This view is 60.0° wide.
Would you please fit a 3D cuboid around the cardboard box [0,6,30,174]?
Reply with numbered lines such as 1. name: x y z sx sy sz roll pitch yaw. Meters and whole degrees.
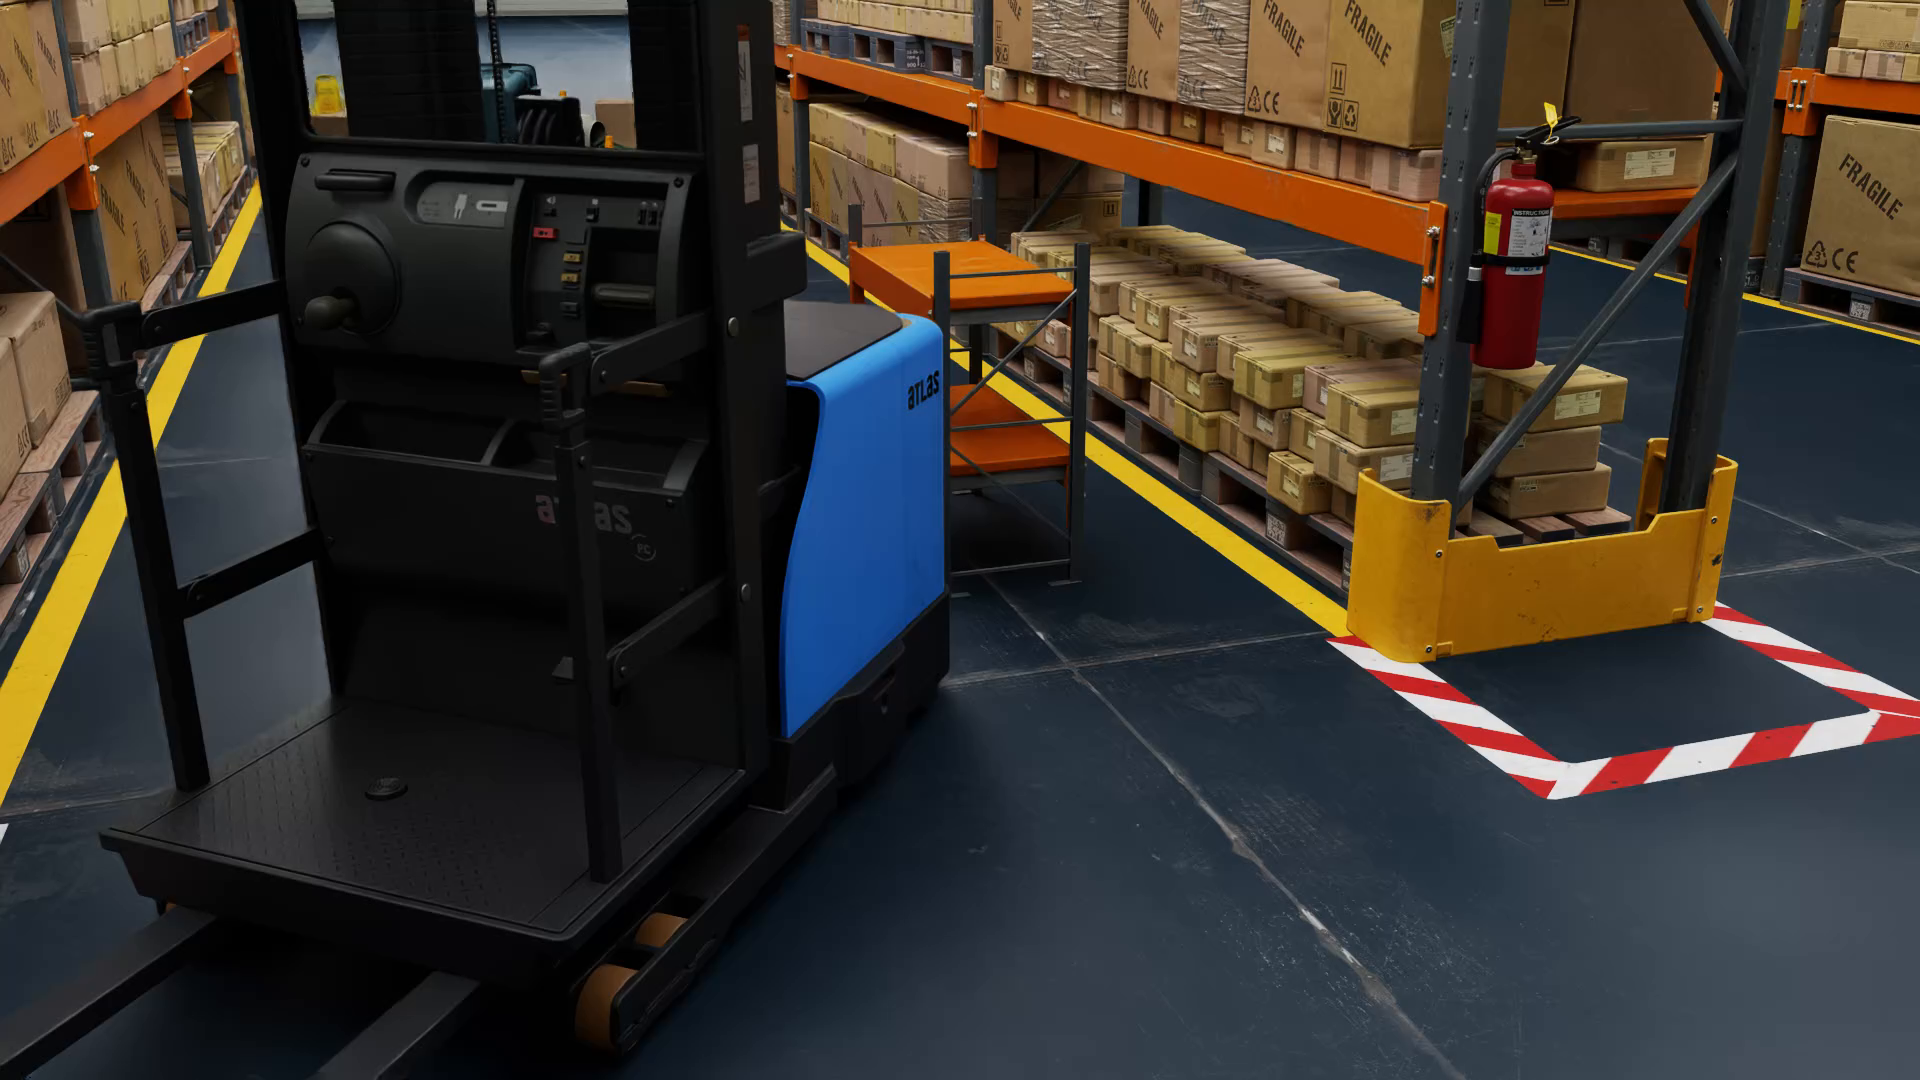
1. cardboard box: -3.384 -1.461 5.398 0.500 0.500 0.500 -7 21 -18

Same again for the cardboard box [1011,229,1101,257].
1. cardboard box: 0.467 -1.421 8.152 0.380 0.149 0.250 -6 20 -15

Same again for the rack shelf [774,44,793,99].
1. rack shelf: -1.330 -4.005 13.693 1.077 0.370 4.000 -6 21 -17

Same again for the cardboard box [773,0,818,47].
1. cardboard box: -1.098 -3.865 12.090 0.500 0.500 0.500 -6 21 -17

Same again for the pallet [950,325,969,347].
1. pallet: 0.310 -1.355 9.377 1.003 0.211 1.213 -6 21 -17

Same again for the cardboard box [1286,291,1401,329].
1. cardboard box: 1.538 -0.895 6.686 0.380 0.149 0.250 -6 21 -16

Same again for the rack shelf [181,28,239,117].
1. rack shelf: -5.997 -3.446 12.138 1.077 0.370 4.000 -6 21 -17

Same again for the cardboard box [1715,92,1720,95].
1. cardboard box: 4.794 -2.600 11.240 1.225 0.875 0.875 -7 21 -19

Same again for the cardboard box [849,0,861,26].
1. cardboard box: -0.497 -3.357 10.575 0.380 0.149 0.250 -5 20 -15

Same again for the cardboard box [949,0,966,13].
1. cardboard box: 0.159 -2.828 8.664 0.380 0.149 0.250 -6 21 -17

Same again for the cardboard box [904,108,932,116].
1. cardboard box: -0.068 -2.723 11.028 0.500 0.250 0.500 -6 21 -16

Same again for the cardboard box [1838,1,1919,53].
1. cardboard box: 5.195 -2.803 9.065 0.500 0.250 0.500 -7 21 -18

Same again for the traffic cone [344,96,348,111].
1. traffic cone: -6.523 -4.516 17.804 0.336 0.463 0.334 -6 21 -17

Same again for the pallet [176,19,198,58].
1. pallet: -5.694 -3.270 10.867 1.213 0.211 1.003 -6 21 -17

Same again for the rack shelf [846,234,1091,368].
1. rack shelf: 0.002 -0.803 5.621 0.538 0.278 1.000 -6 21 -17

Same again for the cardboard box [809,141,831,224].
1. cardboard box: -0.721 -2.469 11.428 0.500 0.500 0.500 -7 21 -20

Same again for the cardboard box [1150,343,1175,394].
1. cardboard box: 0.973 -0.685 6.542 0.380 0.149 0.250 -5 20 -14

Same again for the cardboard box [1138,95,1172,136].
1. cardboard box: 0.923 -1.675 6.515 0.380 0.149 0.250 -6 21 -15

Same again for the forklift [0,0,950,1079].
1. forklift: -1.027 -0.556 3.129 1.130 2.935 3.031 7 21 20

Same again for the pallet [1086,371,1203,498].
1. pallet: 1.188 -0.502 7.001 1.003 0.211 1.213 -6 21 -17

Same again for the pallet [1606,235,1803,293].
1. pallet: 4.982 -1.840 10.726 1.003 0.211 1.213 -6 21 -17

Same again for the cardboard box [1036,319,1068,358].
1. cardboard box: 0.576 -0.963 7.757 0.380 0.149 0.250 -6 21 -17

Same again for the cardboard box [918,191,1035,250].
1. cardboard box: 0.084 -1.650 9.149 0.500 0.500 0.500 -7 21 -18

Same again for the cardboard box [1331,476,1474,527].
1. cardboard box: 1.450 -0.137 5.456 0.380 0.149 0.250 -6 21 -16

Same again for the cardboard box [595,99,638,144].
1. cardboard box: -3.421 -4.199 16.864 0.500 0.500 0.500 -3 20 -8

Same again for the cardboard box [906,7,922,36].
1. cardboard box: -0.087 -2.936 9.404 0.380 0.149 0.250 -7 21 -20

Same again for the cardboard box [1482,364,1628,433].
1. cardboard box: 1.971 -0.474 5.516 0.380 0.149 0.250 -7 21 -20

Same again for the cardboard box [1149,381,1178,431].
1. cardboard box: 0.975 -0.546 6.594 0.380 0.149 0.250 -6 21 -16

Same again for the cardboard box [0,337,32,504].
1. cardboard box: -3.734 -0.351 5.626 0.875 0.438 0.875 -7 21 -19

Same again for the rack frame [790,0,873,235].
1. rack frame: -0.701 -3.701 11.784 1.000 3.000 0.127 -6 21 -17

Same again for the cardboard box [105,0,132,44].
1. cardboard box: -4.306 -2.524 7.990 0.500 0.250 0.500 -6 21 -17

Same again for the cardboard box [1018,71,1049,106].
1. cardboard box: 0.486 -2.099 7.694 0.380 0.149 0.250 -6 21 -16

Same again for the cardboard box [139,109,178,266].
1. cardboard box: -5.231 -2.110 9.876 0.875 0.875 0.875 -7 21 -18

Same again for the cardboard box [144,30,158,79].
1. cardboard box: -4.645 -2.612 8.974 0.500 0.250 0.500 -7 21 -18

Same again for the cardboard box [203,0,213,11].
1. cardboard box: -5.938 -4.124 12.710 0.380 0.149 0.250 -6 21 -17

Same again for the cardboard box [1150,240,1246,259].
1. cardboard box: 1.118 -1.310 7.843 0.380 0.149 0.250 -7 21 -18

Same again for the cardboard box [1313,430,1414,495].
1. cardboard box: 1.376 -0.269 5.385 0.380 0.149 0.250 -7 21 -19

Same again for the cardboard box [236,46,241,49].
1. cardboard box: -6.701 -4.418 15.156 0.380 0.149 0.250 -6 20 -15

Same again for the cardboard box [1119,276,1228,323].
1. cardboard box: 0.894 -1.000 6.980 0.380 0.149 0.250 -7 21 -19

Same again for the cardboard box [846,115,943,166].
1. cardboard box: -0.412 -2.506 10.422 0.500 0.250 0.500 -6 21 -17

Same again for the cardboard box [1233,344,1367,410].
1. cardboard box: 1.180 -0.569 5.781 0.380 0.149 0.250 -7 21 -18

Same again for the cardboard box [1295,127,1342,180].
1. cardboard box: 1.307 -1.253 5.340 0.380 0.149 0.250 -7 21 -18

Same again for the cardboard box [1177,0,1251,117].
1. cardboard box: 1.102 -1.766 5.807 0.500 0.500 0.500 -6 21 -17

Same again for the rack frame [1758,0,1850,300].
1. rack frame: 5.296 -2.912 9.588 1.000 3.000 0.127 -6 21 -17

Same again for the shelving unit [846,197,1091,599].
1. shelving unit: 0.002 -0.527 5.720 0.538 1.125 1.048 -6 21 -17

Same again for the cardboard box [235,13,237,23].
1. cardboard box: -6.814 -4.855 15.368 0.380 0.149 0.250 -6 21 -17

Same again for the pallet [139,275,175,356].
1. pallet: -4.813 -1.179 8.886 1.003 0.211 1.213 -6 21 -17

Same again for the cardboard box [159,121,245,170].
1. cardboard box: -6.459 -3.220 13.709 0.950 0.372 0.625 -6 21 -17

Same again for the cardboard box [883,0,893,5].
1. cardboard box: -0.245 -3.245 9.824 0.380 0.149 0.250 -6 21 -15
